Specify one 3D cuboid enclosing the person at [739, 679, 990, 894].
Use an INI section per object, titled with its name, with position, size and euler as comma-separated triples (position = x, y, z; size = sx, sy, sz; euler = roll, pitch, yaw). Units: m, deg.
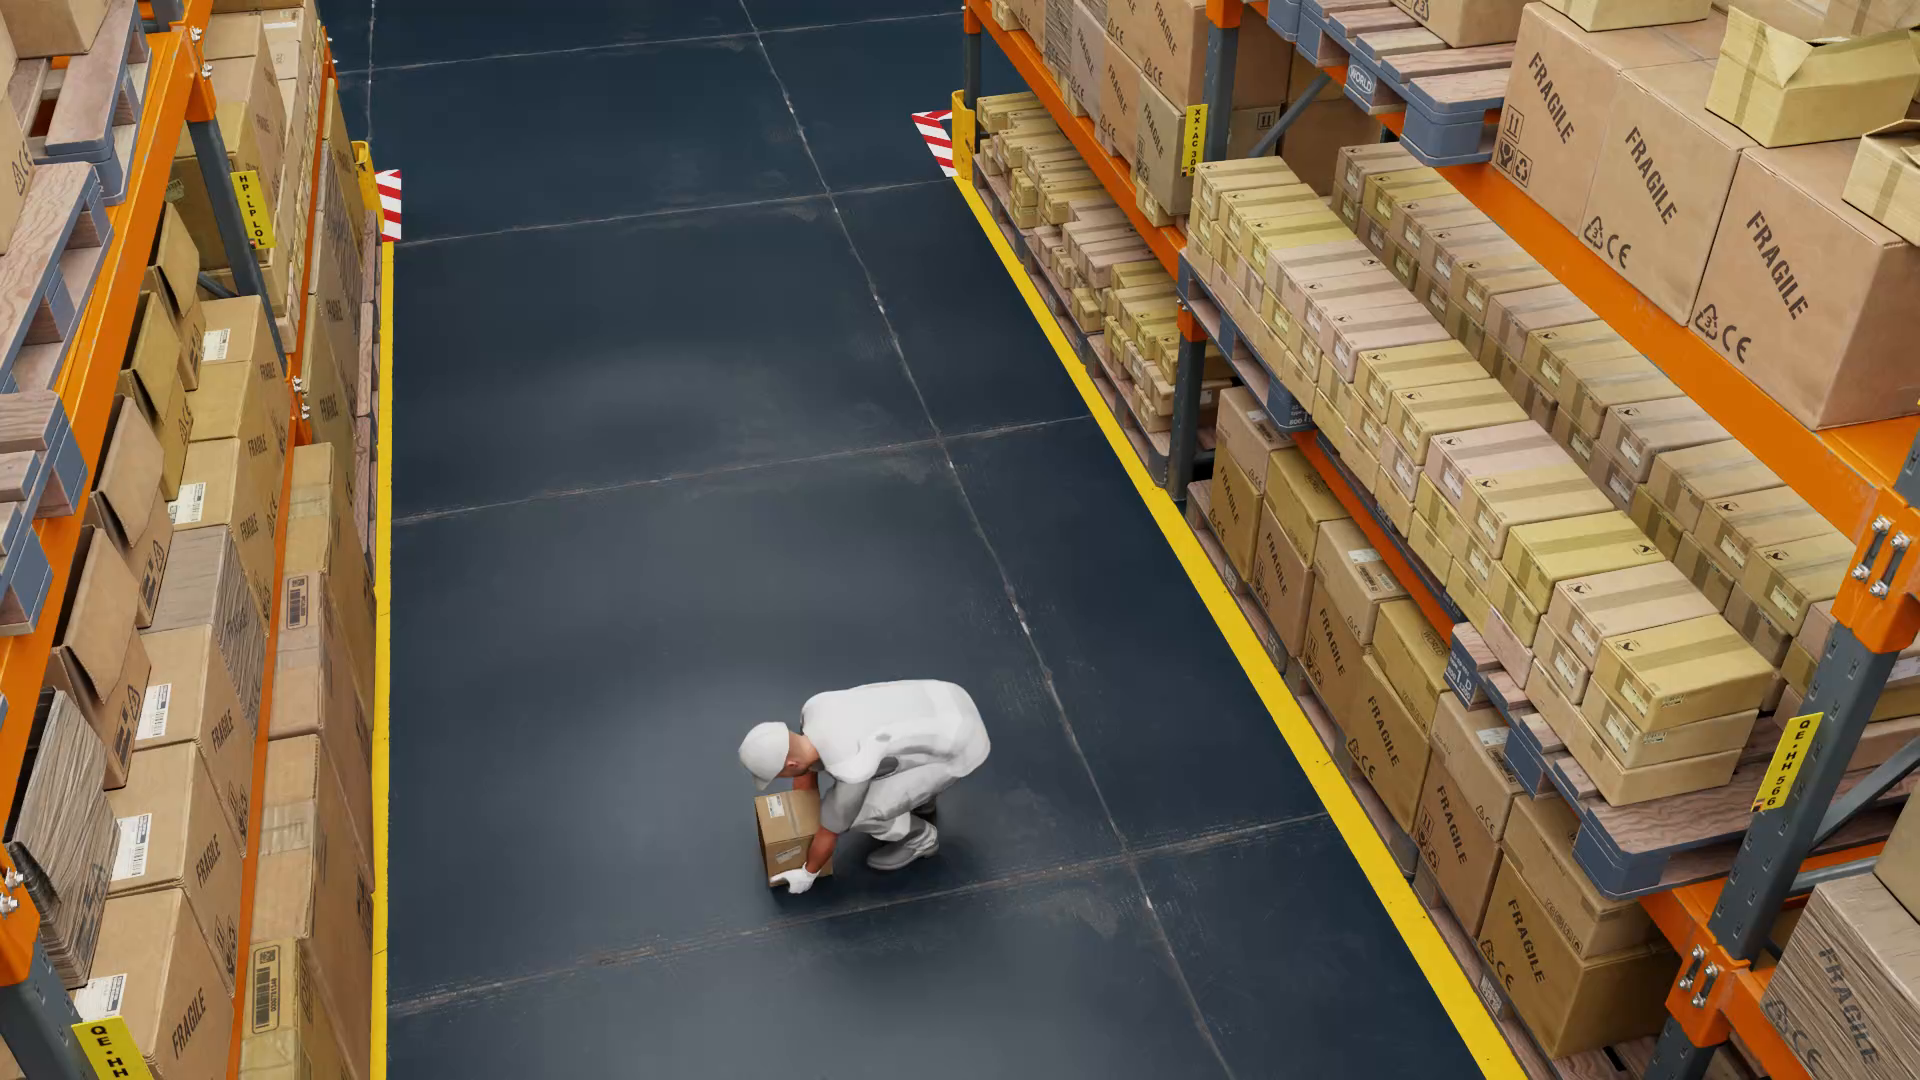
[person]
position = -0.359, 0.914, 6.377
size = 0.951, 0.796, 0.529
euler = -10, 39, -13
